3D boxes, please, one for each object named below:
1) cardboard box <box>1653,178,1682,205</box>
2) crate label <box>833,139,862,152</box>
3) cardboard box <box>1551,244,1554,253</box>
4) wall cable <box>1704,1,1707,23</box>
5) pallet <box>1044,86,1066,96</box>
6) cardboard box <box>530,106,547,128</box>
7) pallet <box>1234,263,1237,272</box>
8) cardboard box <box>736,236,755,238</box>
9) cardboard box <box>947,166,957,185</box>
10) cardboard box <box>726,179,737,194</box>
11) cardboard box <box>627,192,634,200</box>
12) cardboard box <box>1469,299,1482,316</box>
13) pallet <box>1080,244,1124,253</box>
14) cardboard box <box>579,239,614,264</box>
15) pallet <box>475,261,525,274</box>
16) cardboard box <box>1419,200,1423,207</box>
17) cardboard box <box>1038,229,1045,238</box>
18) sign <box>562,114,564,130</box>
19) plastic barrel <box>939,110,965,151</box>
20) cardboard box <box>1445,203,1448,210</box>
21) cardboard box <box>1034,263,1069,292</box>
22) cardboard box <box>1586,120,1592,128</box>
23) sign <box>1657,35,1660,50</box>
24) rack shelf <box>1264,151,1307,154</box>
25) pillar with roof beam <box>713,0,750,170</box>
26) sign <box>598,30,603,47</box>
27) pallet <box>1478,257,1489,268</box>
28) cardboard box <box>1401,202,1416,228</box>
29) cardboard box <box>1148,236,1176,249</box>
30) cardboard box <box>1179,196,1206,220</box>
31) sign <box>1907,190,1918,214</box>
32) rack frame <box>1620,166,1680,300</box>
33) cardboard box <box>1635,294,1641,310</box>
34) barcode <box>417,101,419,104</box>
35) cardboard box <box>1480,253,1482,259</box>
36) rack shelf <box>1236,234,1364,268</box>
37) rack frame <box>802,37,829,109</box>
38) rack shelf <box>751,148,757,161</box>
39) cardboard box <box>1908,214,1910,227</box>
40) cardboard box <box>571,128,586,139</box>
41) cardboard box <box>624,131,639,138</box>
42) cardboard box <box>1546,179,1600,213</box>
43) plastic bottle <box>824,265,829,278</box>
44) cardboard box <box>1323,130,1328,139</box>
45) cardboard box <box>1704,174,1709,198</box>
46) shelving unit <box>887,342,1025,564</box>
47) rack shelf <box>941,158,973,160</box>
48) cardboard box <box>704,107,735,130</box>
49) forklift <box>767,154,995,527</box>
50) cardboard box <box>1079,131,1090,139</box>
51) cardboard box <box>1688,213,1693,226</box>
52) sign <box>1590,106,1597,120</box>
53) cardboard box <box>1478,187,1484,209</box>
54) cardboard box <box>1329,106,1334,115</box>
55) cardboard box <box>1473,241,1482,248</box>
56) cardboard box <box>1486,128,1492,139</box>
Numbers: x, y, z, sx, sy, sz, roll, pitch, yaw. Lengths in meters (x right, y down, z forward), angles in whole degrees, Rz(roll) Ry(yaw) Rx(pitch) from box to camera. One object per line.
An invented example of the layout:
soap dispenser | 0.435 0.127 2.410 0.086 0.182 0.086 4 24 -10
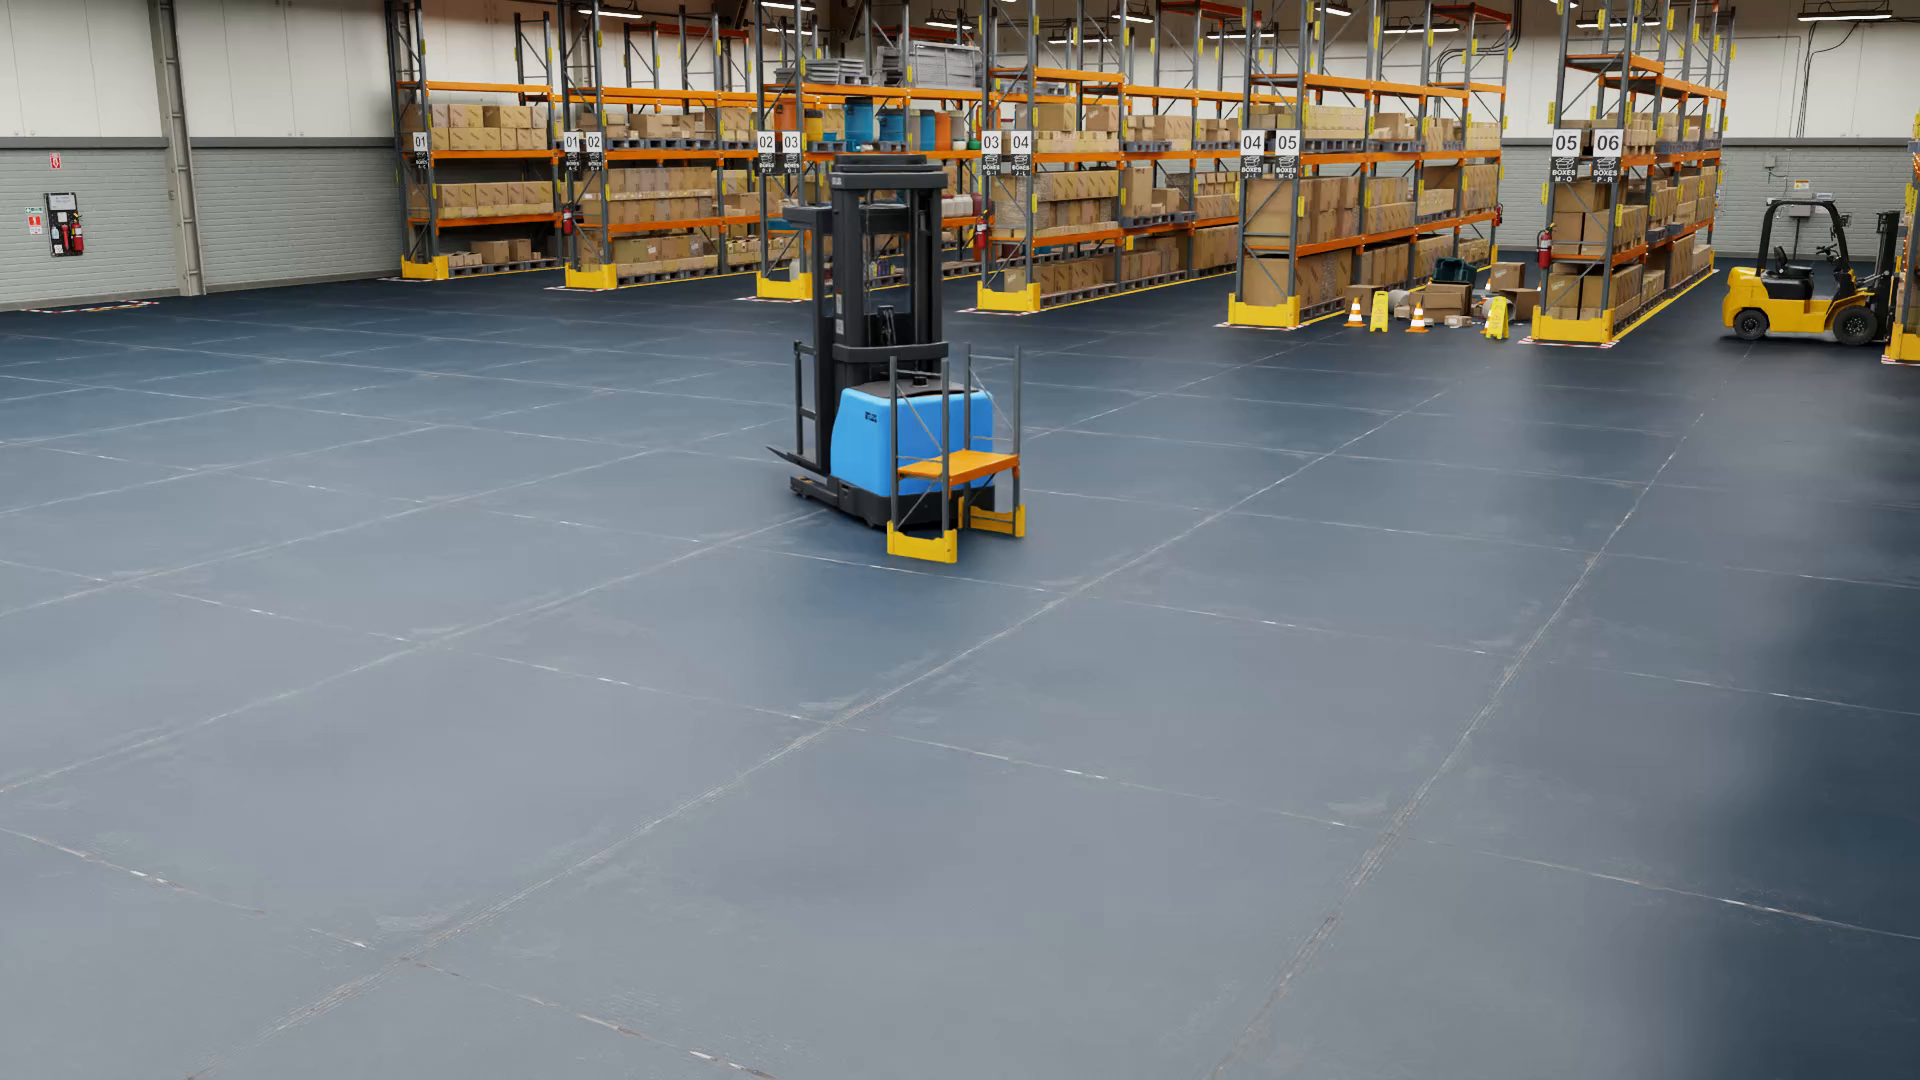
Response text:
cardboard box | 13.855 -6.830 32.619 0.500 0.500 0.500 7 15 26
crate label | -2.281 -7.997 33.724 0.502 0.251 0.408 7 15 28
cardboard box | 9.554 -4.624 26.351 0.380 0.149 0.250 7 15 27
wall cable | 18.417 -15.070 43.543 2.355 3.000 0.029 7 15 28
pallet | 1.953 -11.184 41.479 1.003 0.211 1.213 7 15 28
cardboard box | -10.219 -10.077 39.643 0.500 0.500 0.500 6 15 23
pallet | 6.355 -6.643 40.139 1.003 0.211 1.213 7 15 28
cardboard box | -5.196 -7.215 40.337 0.500 0.311 0.500 7 15 27
cardboard box | -0.293 -10.418 47.500 0.500 0.500 0.500 8 16 30
cardboard box | -6.587 -9.823 46.489 0.500 0.500 0.500 8 15 28
cardboard box | -7.184 -7.352 35.534 0.380 0.149 0.250 7 15 28
cardboard box | 9.197 -4.149 29.675 0.258 0.266 0.396 -3 14 -11
pallet | 3.827 -8.027 45.879 1.003 0.211 1.213 7 15 28
cardboard box | -7.811 -6.203 35.732 0.500 0.500 0.500 7 15 28
pallet | -11.097 -6.459 39.376 1.003 0.211 1.213 7 15 28
cardboard box | 9.560 -7.121 35.178 0.380 0.149 0.250 8 16 31
cardboard box | 1.345 -5.662 30.656 0.380 0.149 0.250 7 15 28
sign | -8.278 -8.741 34.772 0.100 0.325 0.005 7 15 28
plastic barrel | -0.195 -9.464 38.421 0.600 0.901 0.600 0 14 0
cardboard box | 10.689 -7.457 37.204 0.380 0.149 0.250 7 15 28
cardboard box | 1.755 -5.072 32.108 0.500 0.500 0.500 9 16 33
cardboard box | 9.599 -6.456 25.847 0.380 0.149 0.250 8 16 29
sign | 14.863 -10.558 35.298 0.100 0.325 0.005 7 15 28
rack shelf | 7.628 -9.685 41.939 1.077 0.370 4.000 7 15 28
pillar with roof beam | -2.997 -12.520 45.764 9.100 9.000 0.548 7 15 28
sign | -7.327 -10.210 33.854 0.100 0.325 0.005 7 15 28
pallet | 12.428 -6.870 41.079 1.003 0.211 1.213 7 15 28
cardboard box | 9.038 -6.688 34.162 0.500 0.500 0.500 7 15 28
cardboard box | 4.430 -6.567 36.670 0.500 0.250 0.500 8 16 30
cardboard box | 5.201 -7.463 37.374 0.500 0.500 0.500 8 16 30
sign | 13.414 -4.762 23.409 0.100 0.325 0.005 7 15 28
rack frame | 13.403 -6.222 32.443 1.000 3.000 0.127 7 15 28
cardboard box | 11.419 -4.117 28.683 0.500 0.250 0.500 8 16 31
barcode | -12.242 -9.874 37.564 0.001 0.075 0.075 7 15 28
cardboard box | 12.578 -6.982 40.780 0.380 0.149 0.250 7 15 28
rack shelf | 6.120 -5.182 29.662 1.077 0.370 4.000 7 15 28
rack frame | -4.413 -13.586 50.189 1.000 3.000 0.127 7 15 28
rack shelf | -5.380 -11.368 48.923 1.077 0.370 4.000 7 15 28
cardboard box | 16.810 -5.560 28.947 0.500 0.250 0.500 7 15 27
cardboard box | -9.582 -10.057 41.241 0.500 0.311 0.500 8 16 30
cardboard box | -7.086 -8.657 35.482 0.380 0.149 0.250 7 15 28
cardboard box | 9.591 -5.390 26.009 0.700 0.500 0.500 7 15 27
plastic bottle | -2.825 -5.630 34.858 0.152 0.276 0.135 8 15 28
cardboard box | 6.088 -6.951 28.493 0.380 0.149 0.250 7 15 28
cardboard box | 16.286 -7.855 36.867 0.500 0.500 0.500 8 16 29
shelving unit | -0.018 -0.692 12.706 0.587 1.500 1.083 9 16 32
rack shelf | -1.042 -10.808 46.598 1.077 0.370 4.000 7 15 28
cardboard box | -5.543 -9.724 38.390 0.500 0.500 0.500 8 15 29
forklift | -0.843 -1.825 14.352 1.130 2.935 3.031 -7 15 -27
cardboard box | 2.257 -7.733 31.779 0.380 0.149 0.250 8 16 31
cardboard box | 15.093 -6.745 34.932 0.500 0.250 0.500 7 15 27
sign | 10.982 -7.365 28.839 0.100 0.325 0.005 7 15 28
cardboard box | 12.156 -8.164 39.650 0.500 0.500 0.500 8 16 31
cardboard box | 6.209 -7.391 28.615 0.380 0.149 0.250 7 15 27
cardboard box | 12.407 -7.154 40.225 0.380 0.149 0.250 8 16 30
cardboard box | 12.392 -9.699 39.717 0.500 0.250 0.500 8 16 29
